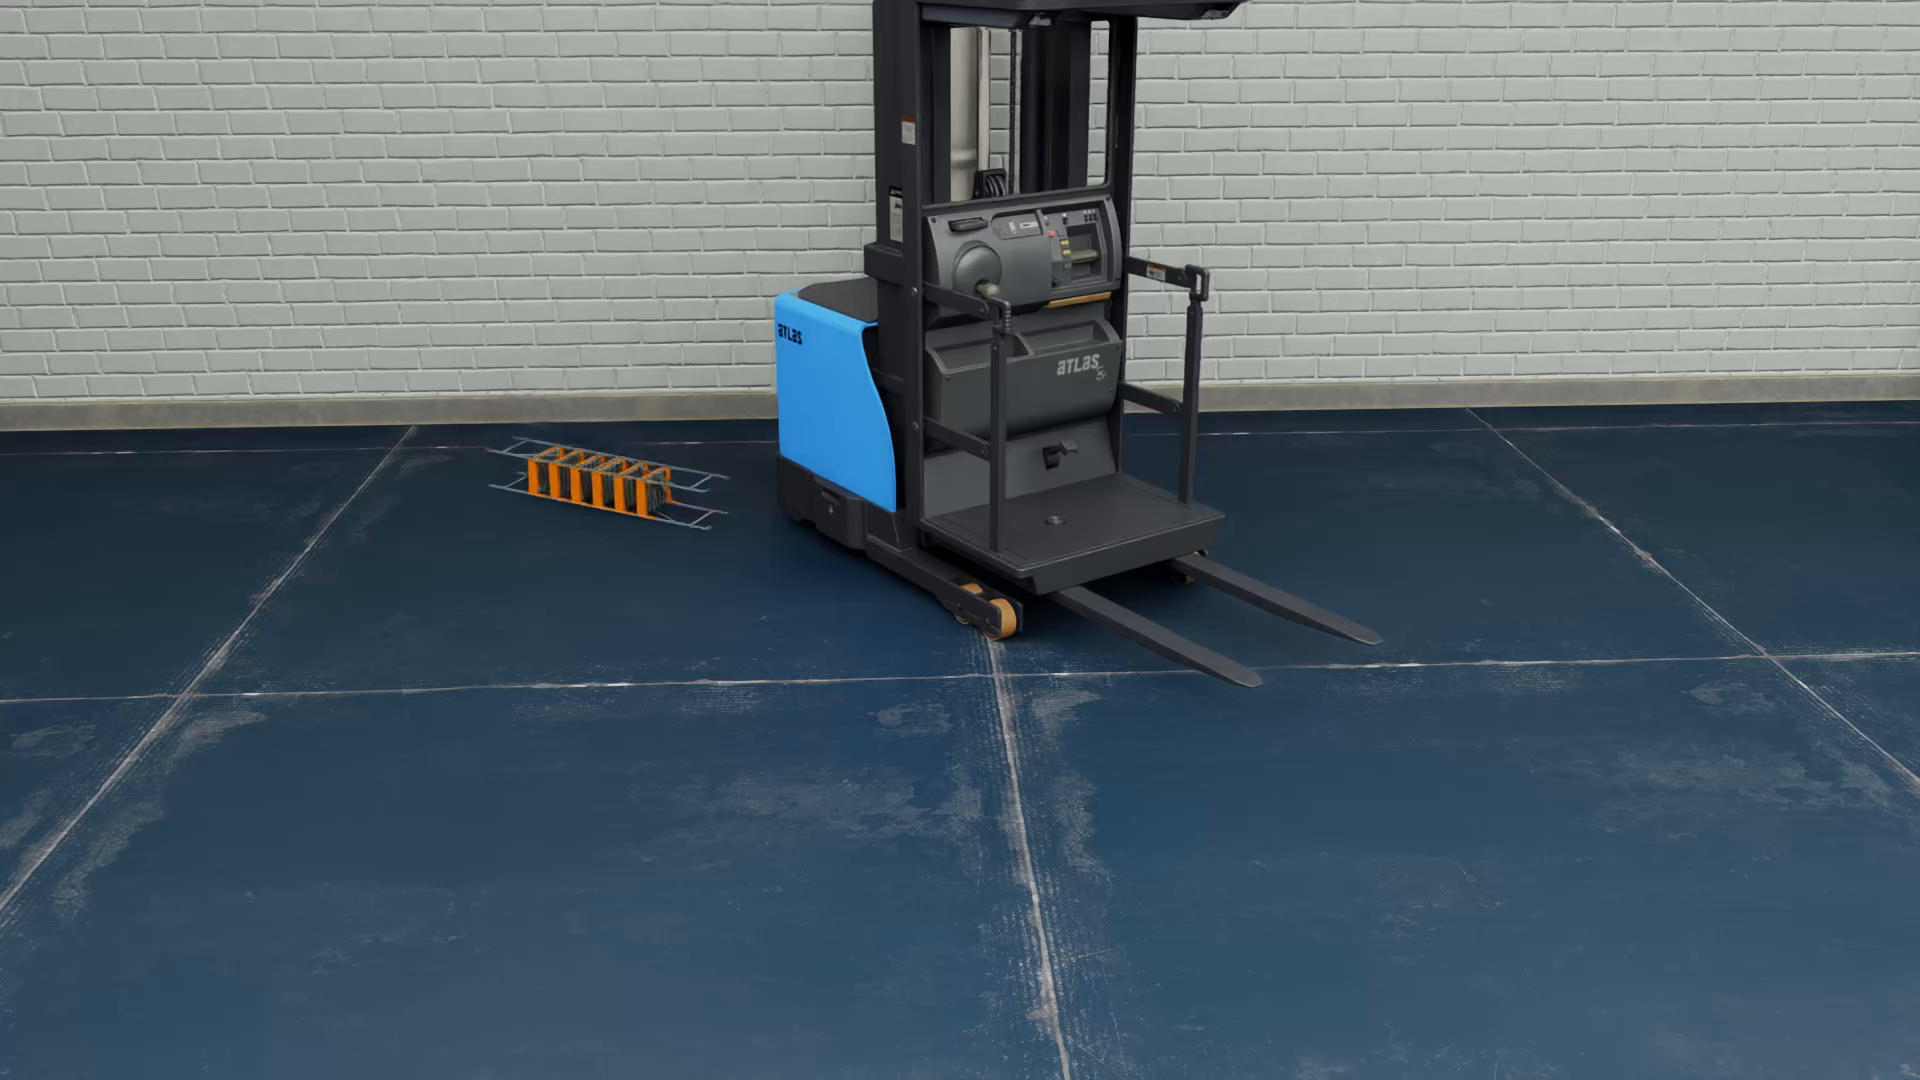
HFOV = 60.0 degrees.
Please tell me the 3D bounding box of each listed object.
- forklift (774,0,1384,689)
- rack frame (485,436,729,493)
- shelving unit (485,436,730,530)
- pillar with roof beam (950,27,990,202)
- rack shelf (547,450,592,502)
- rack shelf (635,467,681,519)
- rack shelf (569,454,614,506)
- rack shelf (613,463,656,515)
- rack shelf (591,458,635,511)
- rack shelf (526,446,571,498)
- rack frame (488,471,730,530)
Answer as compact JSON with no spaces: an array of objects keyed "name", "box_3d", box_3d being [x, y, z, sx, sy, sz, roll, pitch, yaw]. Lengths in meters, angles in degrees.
[{"name":"forklift","box_3d":[0.395,-1.167,6.567,1.130,2.935,3.031,-14,25,-33]},{"name":"rack frame","box_3d":[-1.692,-0.365,7.952,1.200,0.006,0.240,11,23,19]},{"name":"shelving unit","box_3d":[-1.697,-0.280,7.987,1.200,0.189,0.258,11,23,19]},{"name":"pillar with roof beam","box_3d":[0.191,-3.342,3.751,0.400,9.000,9.100,-1,21,-3]},{"name":"rack shelf","box_3d":[-1.879,-0.316,8.049,0.103,0.180,0.258,11,23,19]},{"name":"rack shelf","box_3d":[-1.432,-0.229,7.896,0.103,0.180,0.258,11,23,19]},{"name":"rack shelf","box_3d":[-1.767,-0.294,8.011,0.103,0.180,0.258,11,23,19]},{"name":"rack shelf","box_3d":[-1.544,-0.251,7.934,0.103,0.180,0.258,11,23,19]},{"name":"rack shelf","box_3d":[-1.656,-0.272,7.972,0.103,0.180,0.258,11,23,19]},{"name":"rack shelf","box_3d":[-1.991,-0.337,8.087,0.103,0.180,0.258,11,23,19]},{"name":"rack frame","box_3d":[-1.702,-0.196,8.021,1.200,0.006,0.240,11,23,19]}]
